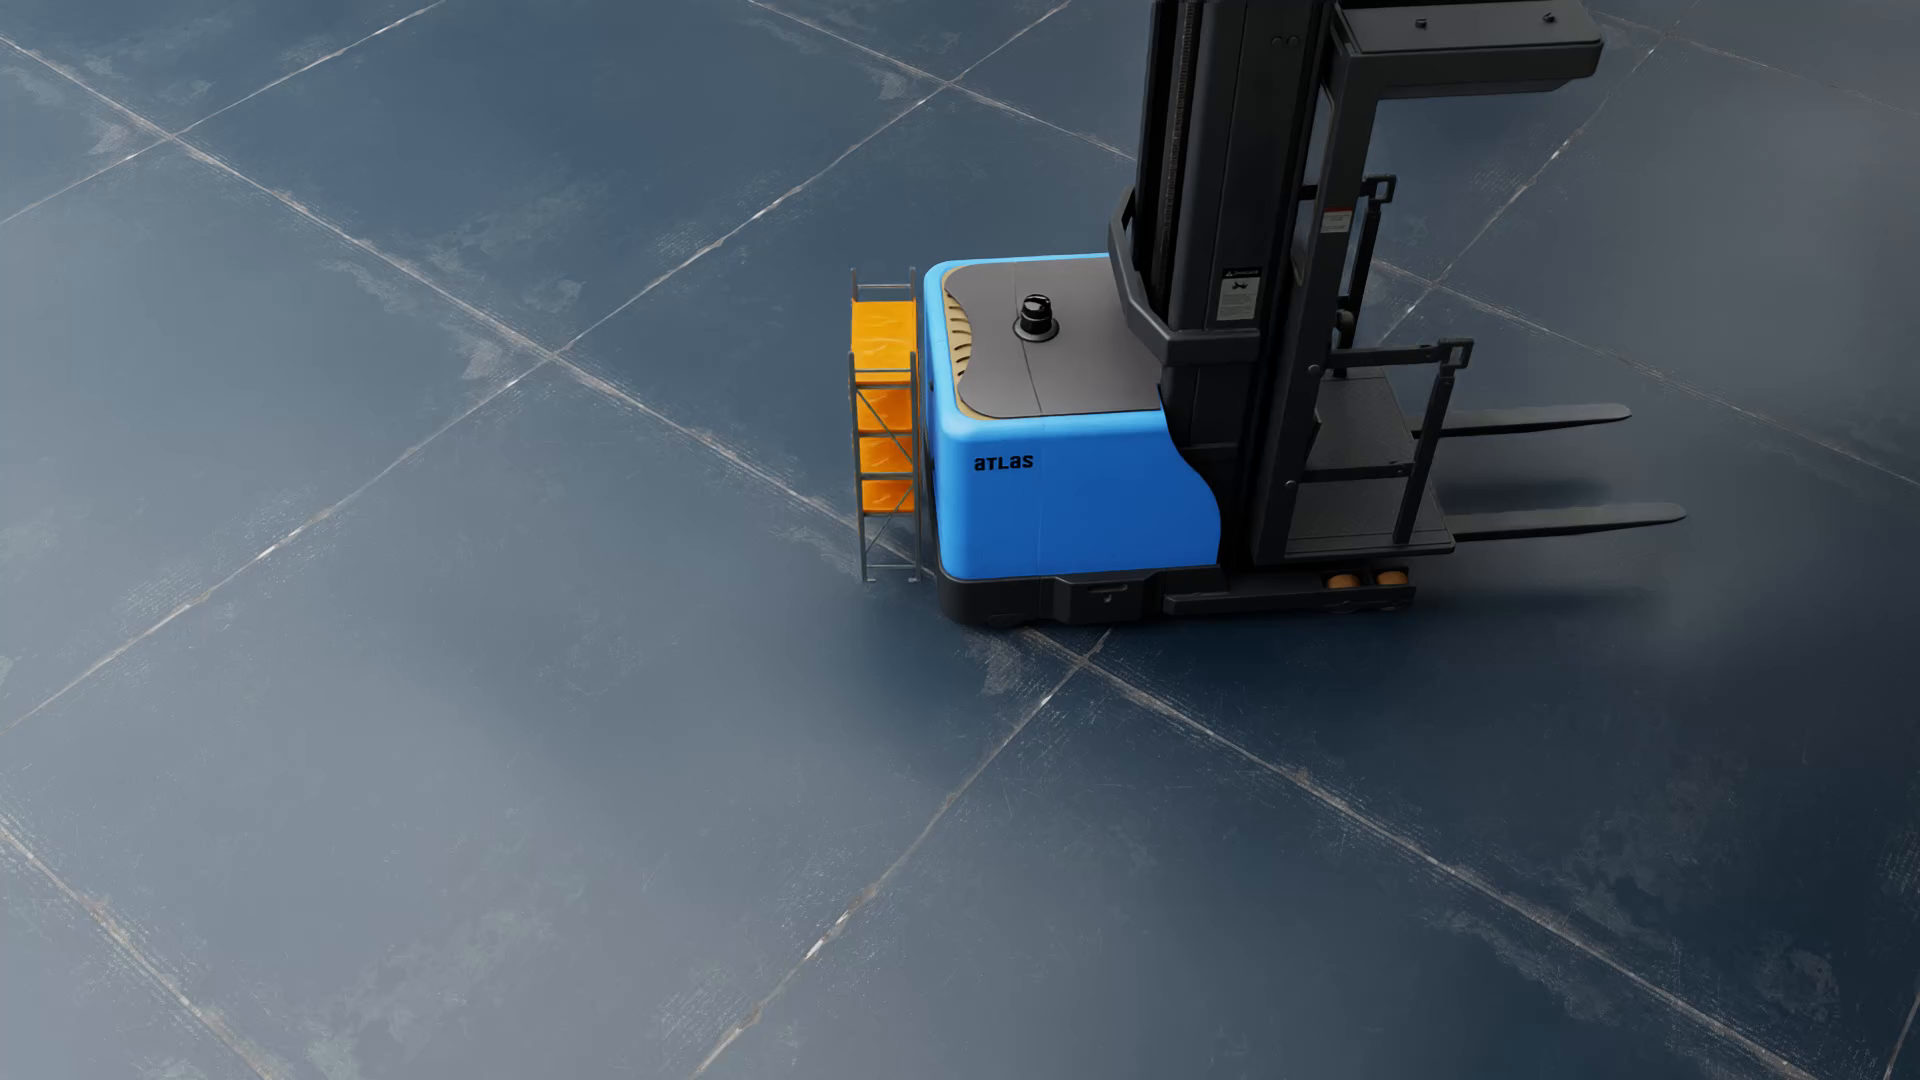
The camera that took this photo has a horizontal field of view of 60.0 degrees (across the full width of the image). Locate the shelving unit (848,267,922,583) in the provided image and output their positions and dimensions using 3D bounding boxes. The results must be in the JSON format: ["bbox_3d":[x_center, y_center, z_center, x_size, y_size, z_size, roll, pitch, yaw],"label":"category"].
[{"bbox_3d":[-0.283,-0.425,6.491,0.258,1.200,0.503,-1,46,-1],"label":"shelving unit"}]

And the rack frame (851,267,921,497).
[{"bbox_3d":[-0.288,-0.602,6.660,0.240,1.200,0.015,-1,46,-1],"label":"rack frame"}]

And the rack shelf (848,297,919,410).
[{"bbox_3d":[-0.283,-0.697,6.207,0.258,0.148,0.480,-1,46,-1],"label":"rack shelf"}]

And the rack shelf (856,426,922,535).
[{"bbox_3d":[-0.283,-0.242,6.683,0.258,0.148,0.480,-1,46,-1],"label":"rack shelf"}]

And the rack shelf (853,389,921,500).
[{"bbox_3d":[-0.283,-0.379,6.540,0.258,0.148,0.480,-1,46,-1],"label":"rack shelf"}]

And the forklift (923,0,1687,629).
[{"bbox_3d":[1.392,-1.099,5.938,3.031,2.935,1.130,-4,46,-3],"label":"forklift"}]

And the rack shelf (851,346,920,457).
[{"bbox_3d":[-0.283,-0.533,6.378,0.258,0.148,0.480,-1,46,-1],"label":"rack shelf"}]

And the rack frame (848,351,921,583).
[{"bbox_3d":[-0.277,-0.249,6.323,0.240,1.200,0.015,-1,46,-1],"label":"rack frame"}]
